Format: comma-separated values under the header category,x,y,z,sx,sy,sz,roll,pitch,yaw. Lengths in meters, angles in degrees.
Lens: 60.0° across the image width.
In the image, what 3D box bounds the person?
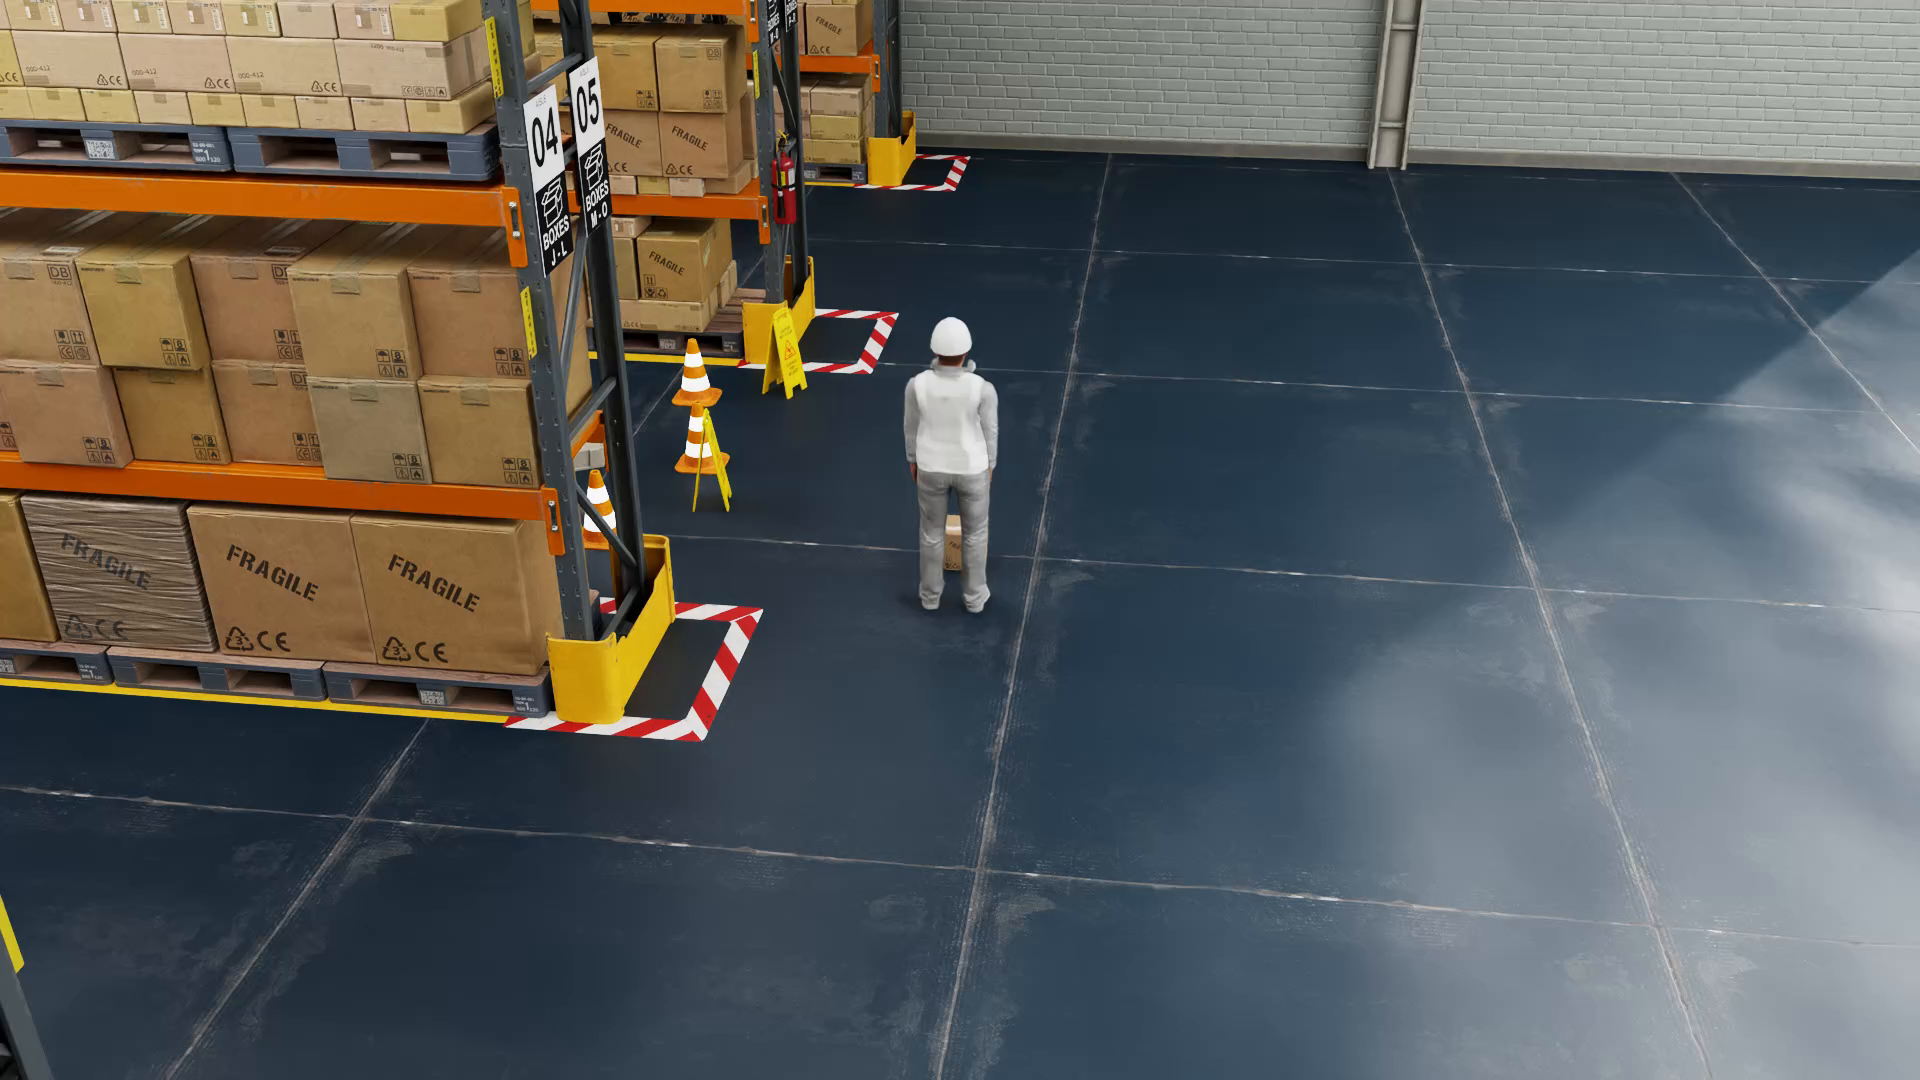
category,x,y,z,sx,sy,sz,roll,pitch,yaw
person,-0.049,-0.422,9.390,0.533,1.774,0.359,4,28,8
